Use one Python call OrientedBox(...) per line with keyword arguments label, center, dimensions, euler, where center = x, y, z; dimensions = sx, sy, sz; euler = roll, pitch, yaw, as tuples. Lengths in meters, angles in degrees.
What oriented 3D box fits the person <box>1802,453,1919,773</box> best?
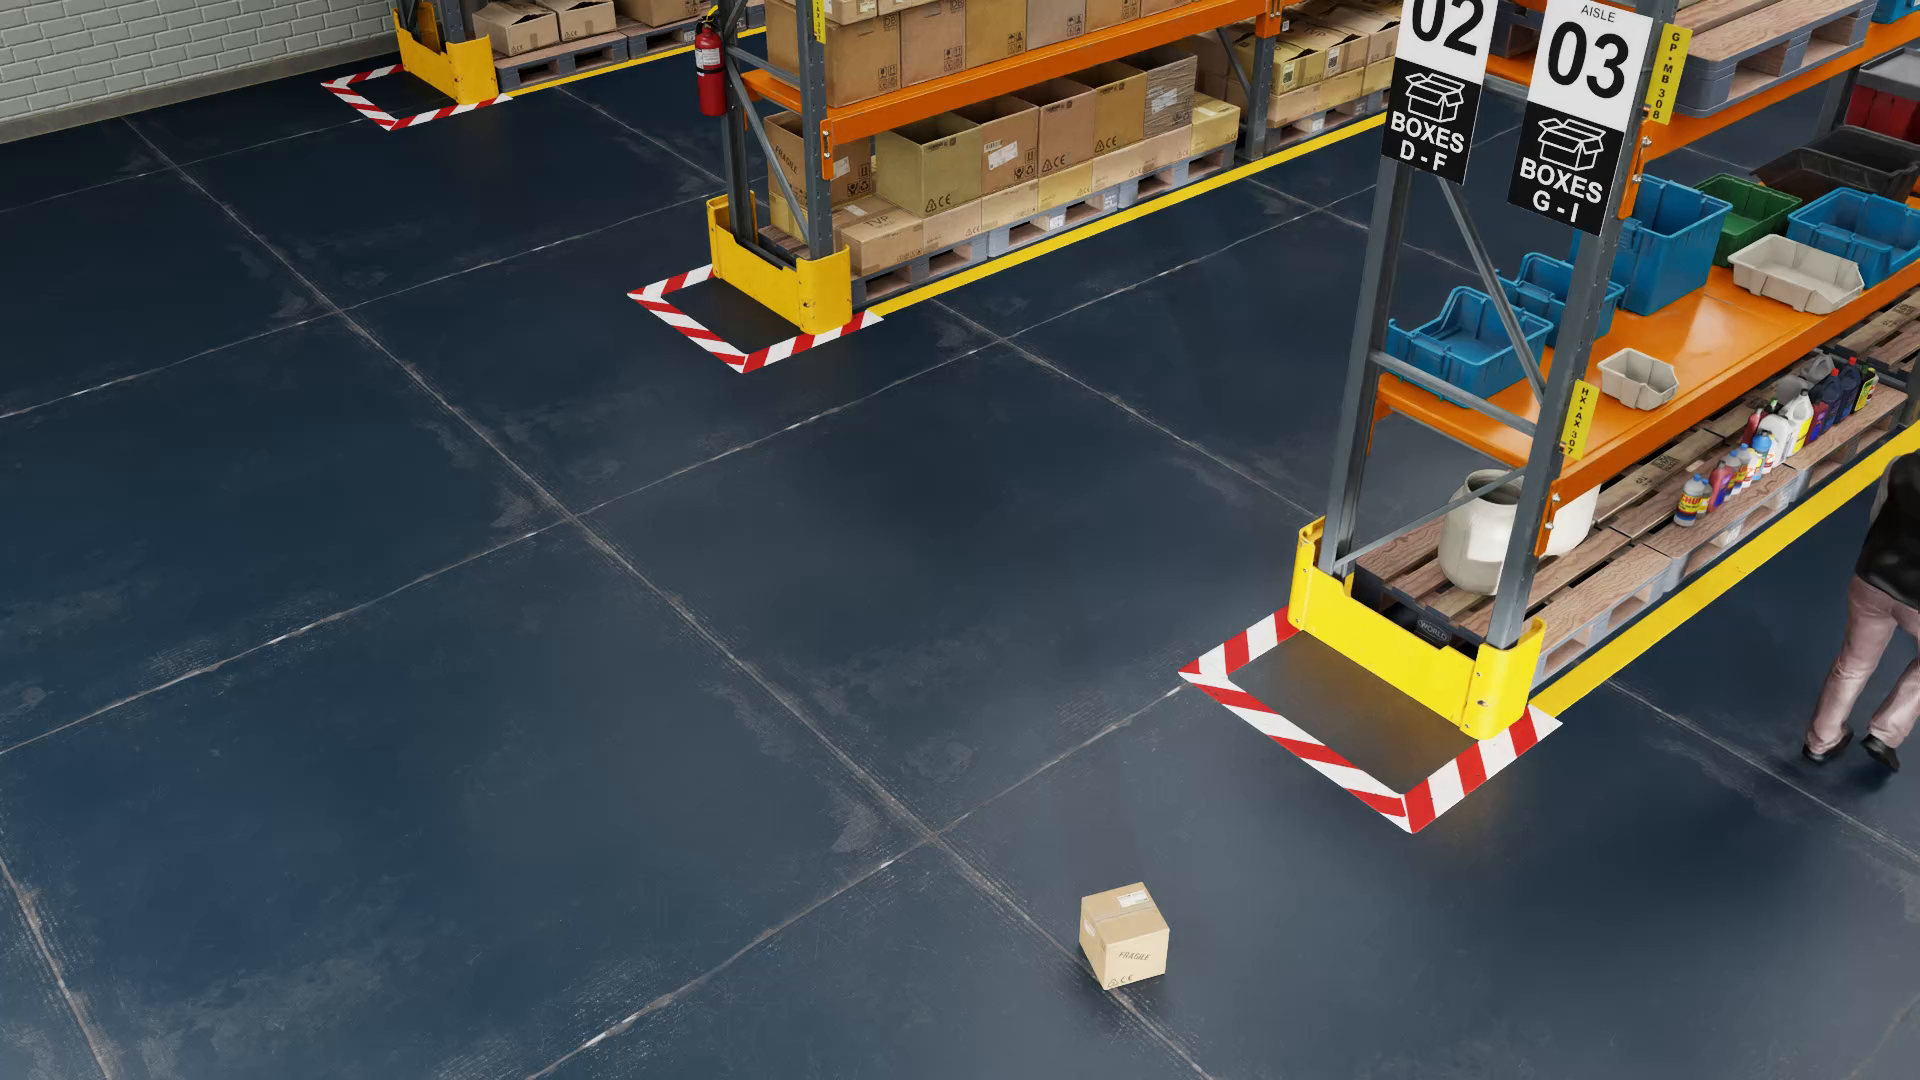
OrientedBox(label="person", center=(3.882, 0.224, 6.784), dimensions=(0.505, 1.756, 0.540), euler=(-25, 42, -30))
